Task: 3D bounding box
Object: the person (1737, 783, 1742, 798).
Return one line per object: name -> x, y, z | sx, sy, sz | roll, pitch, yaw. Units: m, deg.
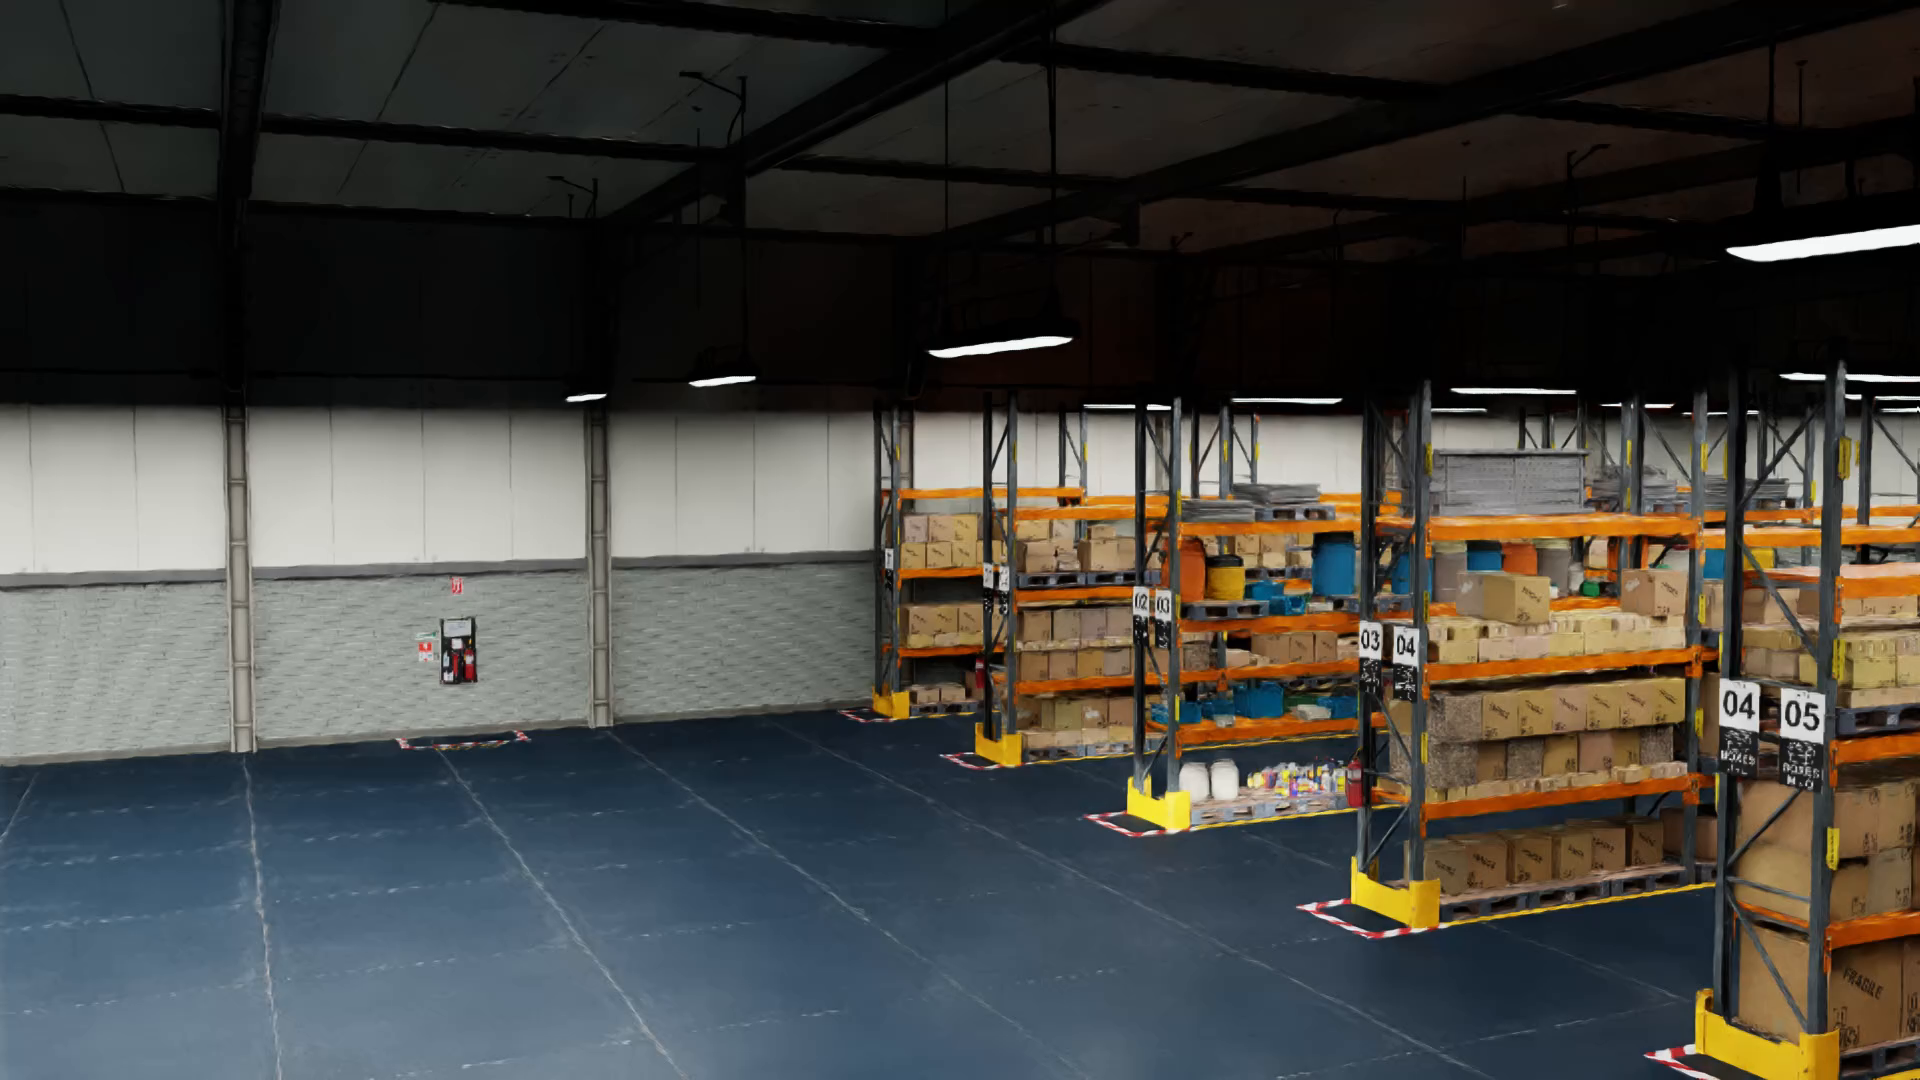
person -> 10.995, 3.076, 22.963 | 1.028, 1.508, 0.553 | -2, 4, -25
